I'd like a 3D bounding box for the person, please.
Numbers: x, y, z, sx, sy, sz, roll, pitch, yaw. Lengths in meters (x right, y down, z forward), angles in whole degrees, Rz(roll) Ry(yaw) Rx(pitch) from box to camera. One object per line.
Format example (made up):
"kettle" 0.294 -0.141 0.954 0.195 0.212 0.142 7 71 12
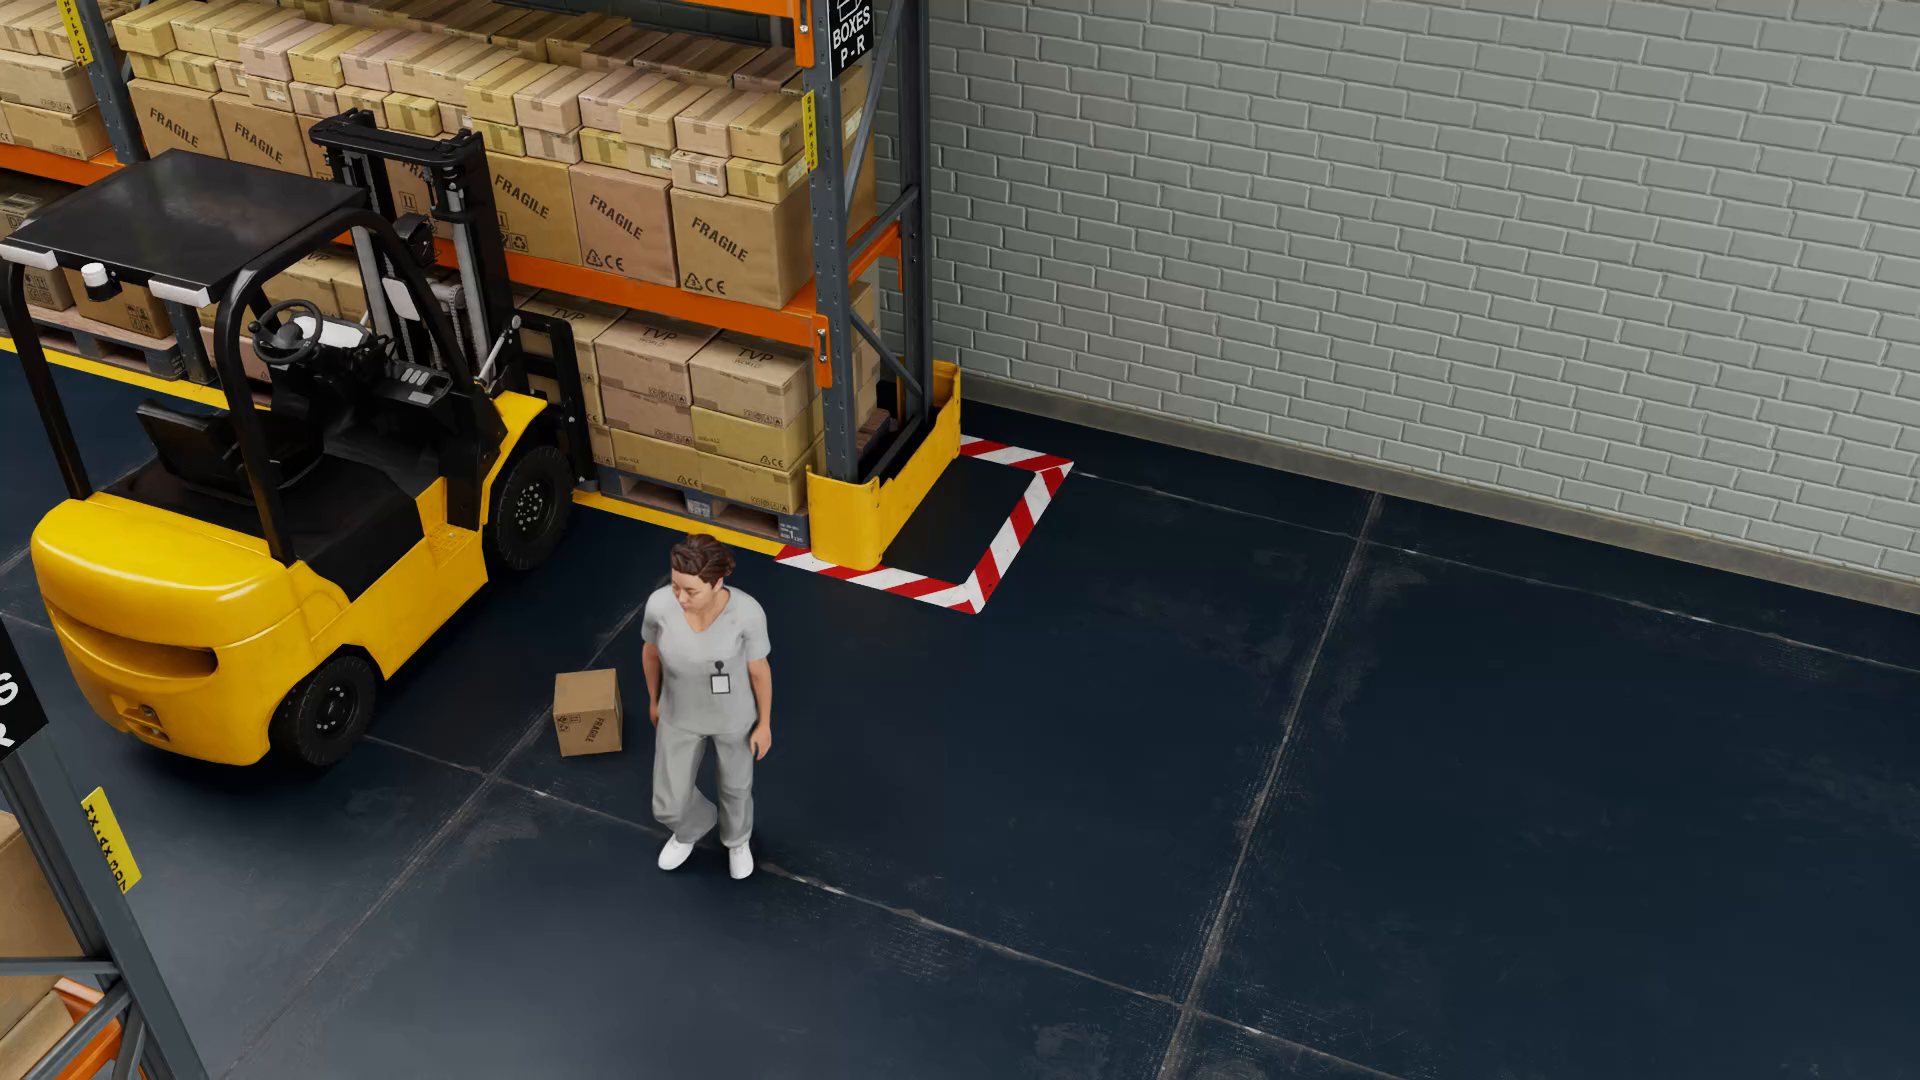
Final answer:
"person" -0.915 0.614 5.989 0.520 1.665 0.426 -1 38 -1
